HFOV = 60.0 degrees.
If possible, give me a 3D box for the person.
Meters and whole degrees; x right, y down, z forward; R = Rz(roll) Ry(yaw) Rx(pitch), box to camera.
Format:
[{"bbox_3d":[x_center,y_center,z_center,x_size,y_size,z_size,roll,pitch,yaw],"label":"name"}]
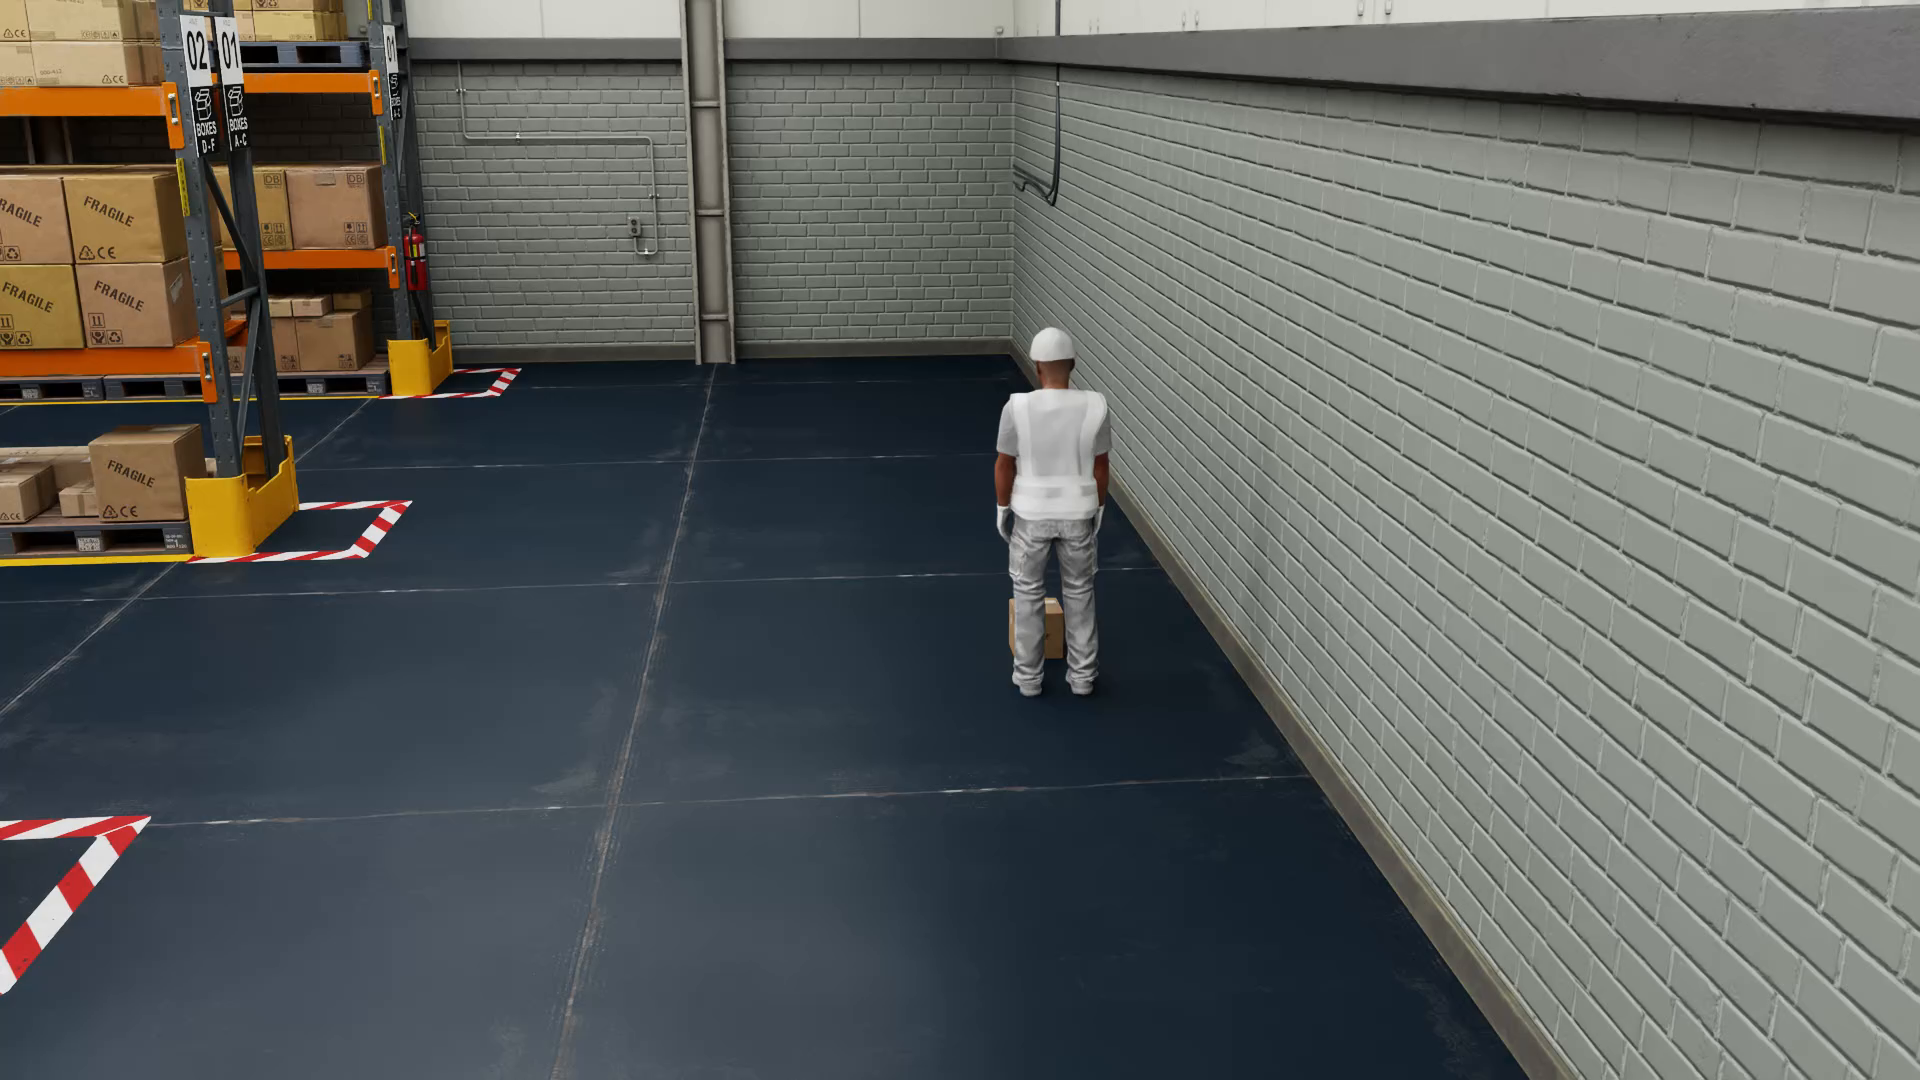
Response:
[{"bbox_3d":[0.436,-0.127,7.941,0.548,1.777,0.354,-1,17,-4],"label":"person"}]
